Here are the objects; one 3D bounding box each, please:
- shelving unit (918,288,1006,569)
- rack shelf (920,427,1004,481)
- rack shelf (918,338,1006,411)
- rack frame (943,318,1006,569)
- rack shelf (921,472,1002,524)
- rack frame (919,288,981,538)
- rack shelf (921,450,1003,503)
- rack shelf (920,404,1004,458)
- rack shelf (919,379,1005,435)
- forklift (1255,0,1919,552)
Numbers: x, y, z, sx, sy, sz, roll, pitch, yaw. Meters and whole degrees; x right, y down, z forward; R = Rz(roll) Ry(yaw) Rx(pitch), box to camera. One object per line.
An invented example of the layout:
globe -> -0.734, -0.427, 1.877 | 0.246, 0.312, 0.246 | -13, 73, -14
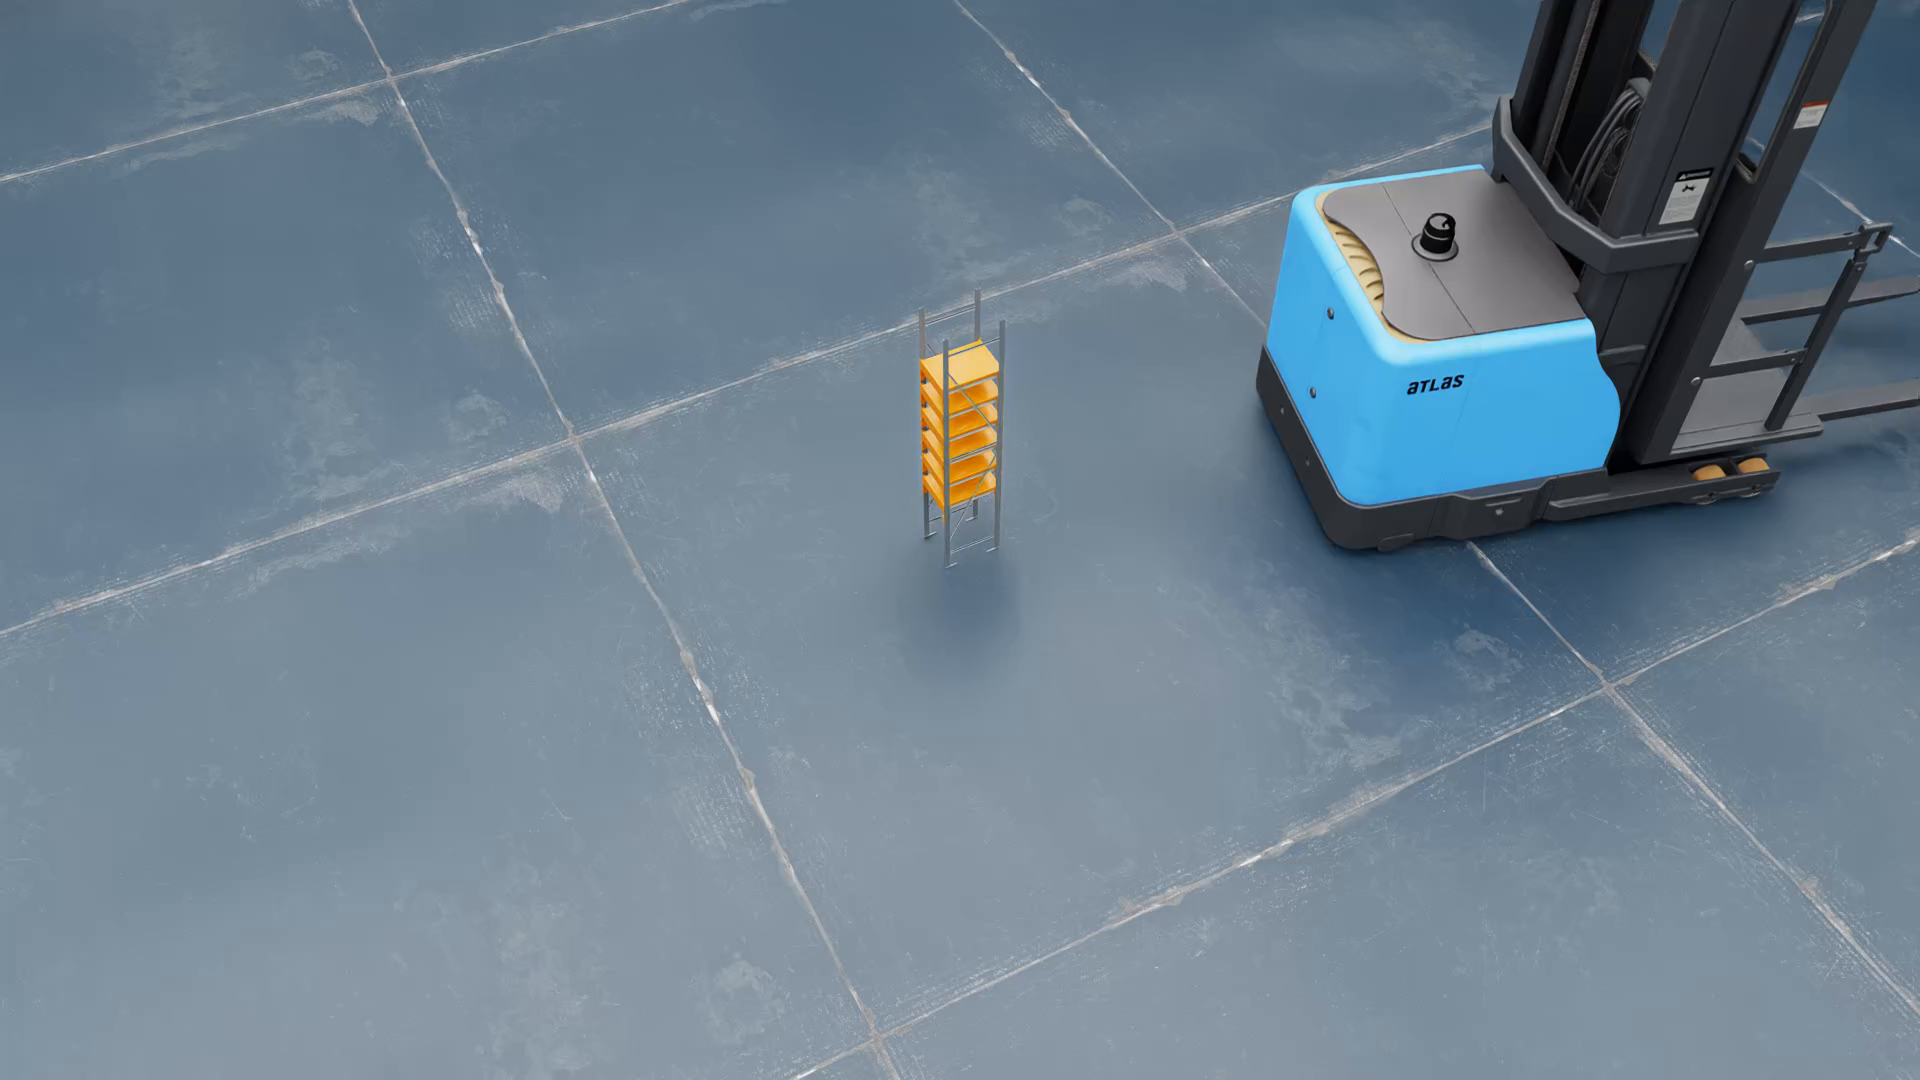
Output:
shelving unit -> 0.007, -0.385, 6.183 | 0.258, 1.200, 0.189 | -21, 52, -18
rack shelf -> 0.007, -0.356, 6.216 | 0.258, 0.103, 0.180 | -21, 52, -18
rack shelf -> 0.007, -0.593, 5.945 | 0.258, 0.103, 0.180 | -21, 52, -18
rack frame -> 0.049, -0.324, 6.129 | 0.240, 1.200, 0.006 | -21, 52, -18
rack shelf -> 0.007, -0.198, 6.397 | 0.258, 0.103, 0.180 | -21, 52, -18
rack frame -> -0.035, -0.447, 6.236 | 0.240, 1.200, 0.006 | -21, 52, -18
rack shelf -> 0.007, -0.277, 6.306 | 0.258, 0.103, 0.180 | -21, 52, -18
rack shelf -> 0.007, -0.435, 6.126 | 0.258, 0.103, 0.180 | -21, 52, -18
rack shelf -> 0.007, -0.514, 6.035 | 0.258, 0.103, 0.180 | -21, 52, -18
forklift -> 2.837, -1.491, 6.000 | 3.031, 2.935, 1.130 | -9, 49, -8
